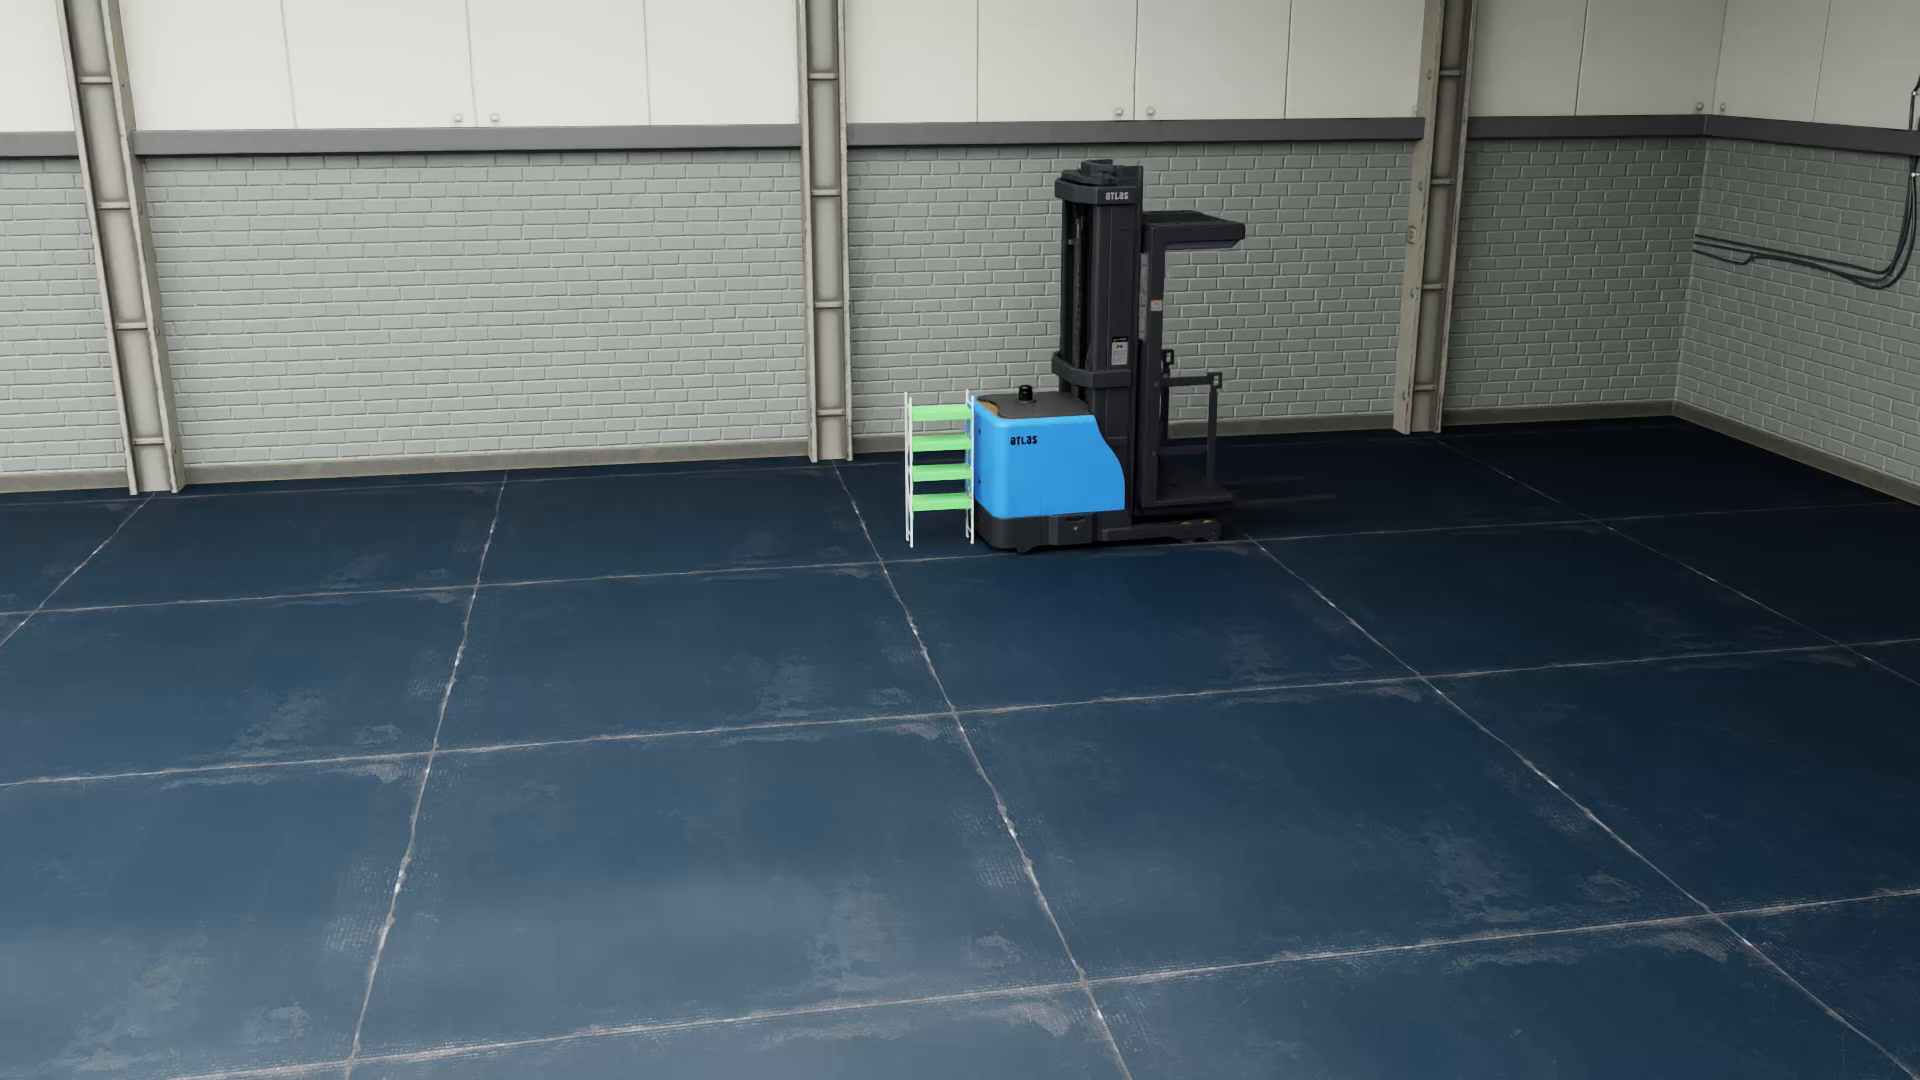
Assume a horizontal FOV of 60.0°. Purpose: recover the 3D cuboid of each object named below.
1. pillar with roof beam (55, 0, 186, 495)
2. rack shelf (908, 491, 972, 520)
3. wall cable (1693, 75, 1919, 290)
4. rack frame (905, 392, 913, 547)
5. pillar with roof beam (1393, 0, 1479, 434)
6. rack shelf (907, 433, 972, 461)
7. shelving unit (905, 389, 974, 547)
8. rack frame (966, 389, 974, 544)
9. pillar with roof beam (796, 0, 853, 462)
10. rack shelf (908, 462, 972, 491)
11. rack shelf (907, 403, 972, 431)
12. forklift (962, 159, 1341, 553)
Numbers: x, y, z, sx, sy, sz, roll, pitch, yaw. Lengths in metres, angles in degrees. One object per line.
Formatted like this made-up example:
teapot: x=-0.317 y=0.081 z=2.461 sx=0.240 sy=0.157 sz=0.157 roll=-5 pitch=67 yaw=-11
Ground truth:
pillar with roof beam: x=-6.310 y=-3.515 z=9.429 sx=0.400 sy=9.000 sz=9.100 roll=-3 pitch=17 yaw=-10
rack shelf: x=-0.163 y=-0.274 z=13.195 sx=0.480 sy=0.148 sz=0.258 roll=-3 pitch=17 yaw=-10
wall cable: x=7.799 y=-3.723 z=15.394 sx=0.112 sy=2.526 sz=3.097 roll=-3 pitch=17 yaw=-10
rack frame: x=-0.402 y=-0.551 z=13.061 sx=0.015 sy=1.200 sz=0.240 roll=-3 pitch=17 yaw=-10
pillar with roof beam: x=5.472 y=-4.183 z=11.605 sx=0.400 sy=9.000 sz=9.100 roll=-3 pitch=17 yaw=-10
rack shelf: x=-0.163 y=-0.733 z=13.054 sx=0.480 sy=0.148 sz=0.258 roll=-3 pitch=17 yaw=-10
shelving unit: x=-0.163 y=-0.564 z=13.106 sx=0.503 sy=1.200 sz=0.258 roll=-3 pitch=17 yaw=-10
rack frame: x=0.077 y=-0.578 z=13.150 sx=0.015 sy=1.200 sz=0.240 roll=-3 pitch=17 yaw=-10
pillar with roof beam: x=-0.419 y=-3.849 z=10.517 sx=0.400 sy=9.000 sz=9.100 roll=-3 pitch=17 yaw=-10
rack shelf: x=-0.163 y=-0.503 z=13.124 sx=0.480 sy=0.148 sz=0.258 roll=-3 pitch=17 yaw=-10
rack shelf: x=-0.163 y=-0.962 z=12.983 sx=0.480 sy=0.148 sz=0.258 roll=-3 pitch=17 yaw=-10
forklift: x=1.594 y=-1.523 z=13.277 sx=3.031 sy=2.935 sz=1.130 roll=-5 pitch=18 yaw=-14
